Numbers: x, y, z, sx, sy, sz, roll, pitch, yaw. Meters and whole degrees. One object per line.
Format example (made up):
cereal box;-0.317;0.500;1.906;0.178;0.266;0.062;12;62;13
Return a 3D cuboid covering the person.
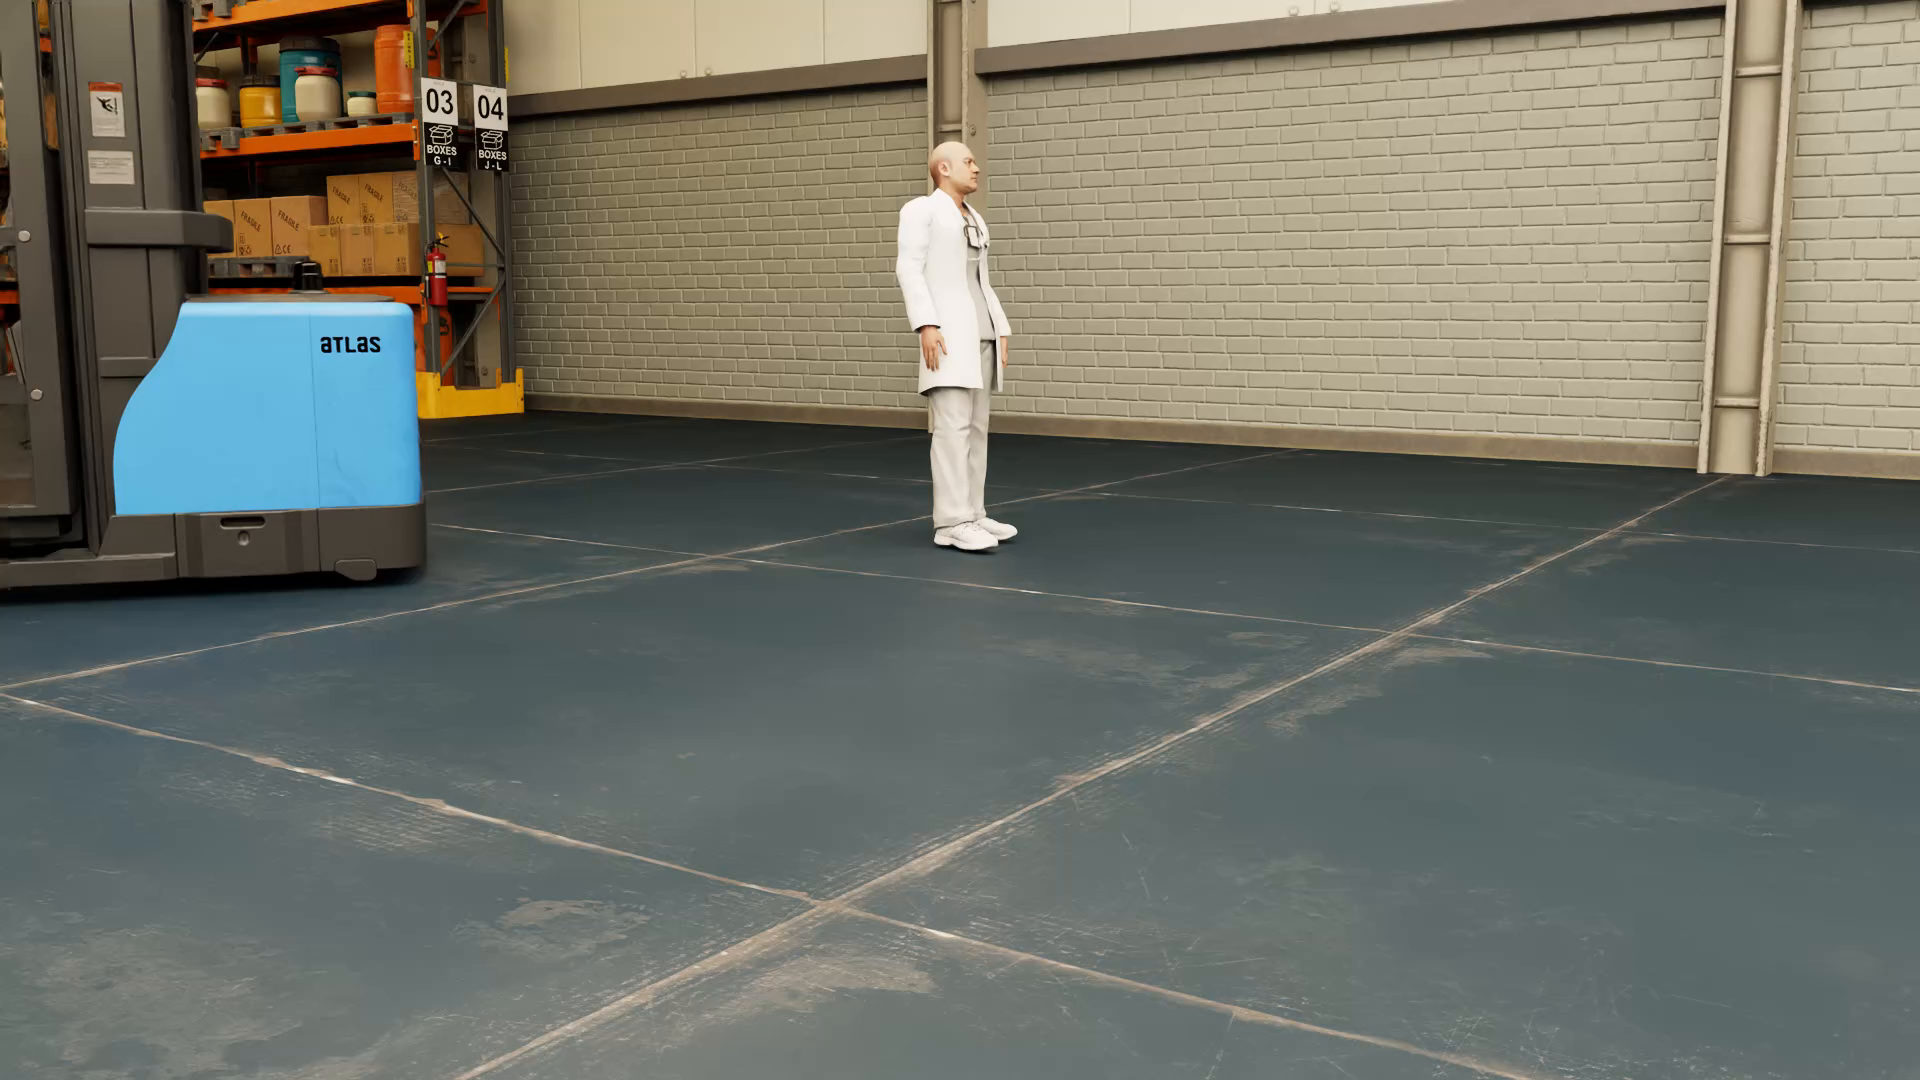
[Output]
person;0.074;-0.879;7.424;0.578;1.777;0.696;5;10;34

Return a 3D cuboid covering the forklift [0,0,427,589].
forklift;-3.645;-1.282;6.207;3.031;2.935;1.130;-3;8;-18
